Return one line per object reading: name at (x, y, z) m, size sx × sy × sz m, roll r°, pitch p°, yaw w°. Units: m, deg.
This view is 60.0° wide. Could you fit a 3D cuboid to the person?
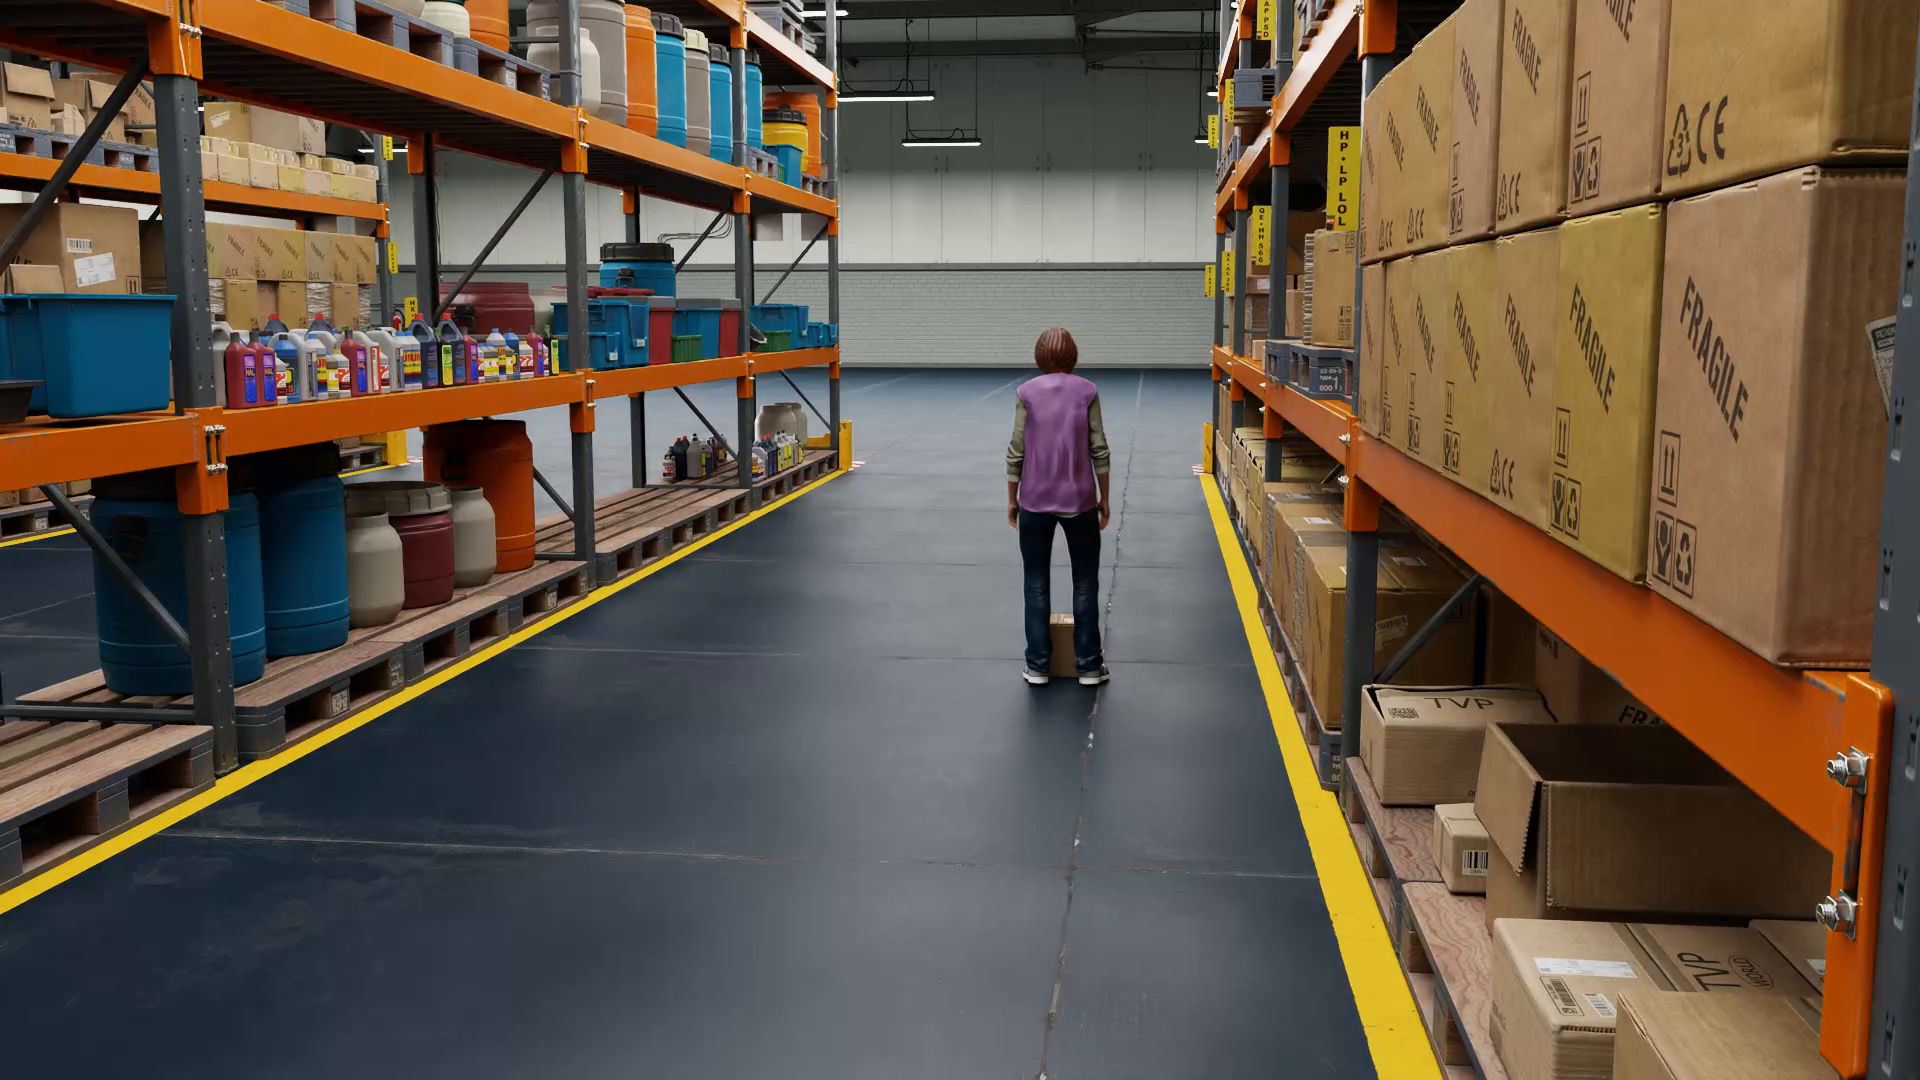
person at (0.440, -0.026, 7.423) m, size 0.469 × 1.352 × 0.318 m, roll 1°, pitch 8°, yaw 5°
